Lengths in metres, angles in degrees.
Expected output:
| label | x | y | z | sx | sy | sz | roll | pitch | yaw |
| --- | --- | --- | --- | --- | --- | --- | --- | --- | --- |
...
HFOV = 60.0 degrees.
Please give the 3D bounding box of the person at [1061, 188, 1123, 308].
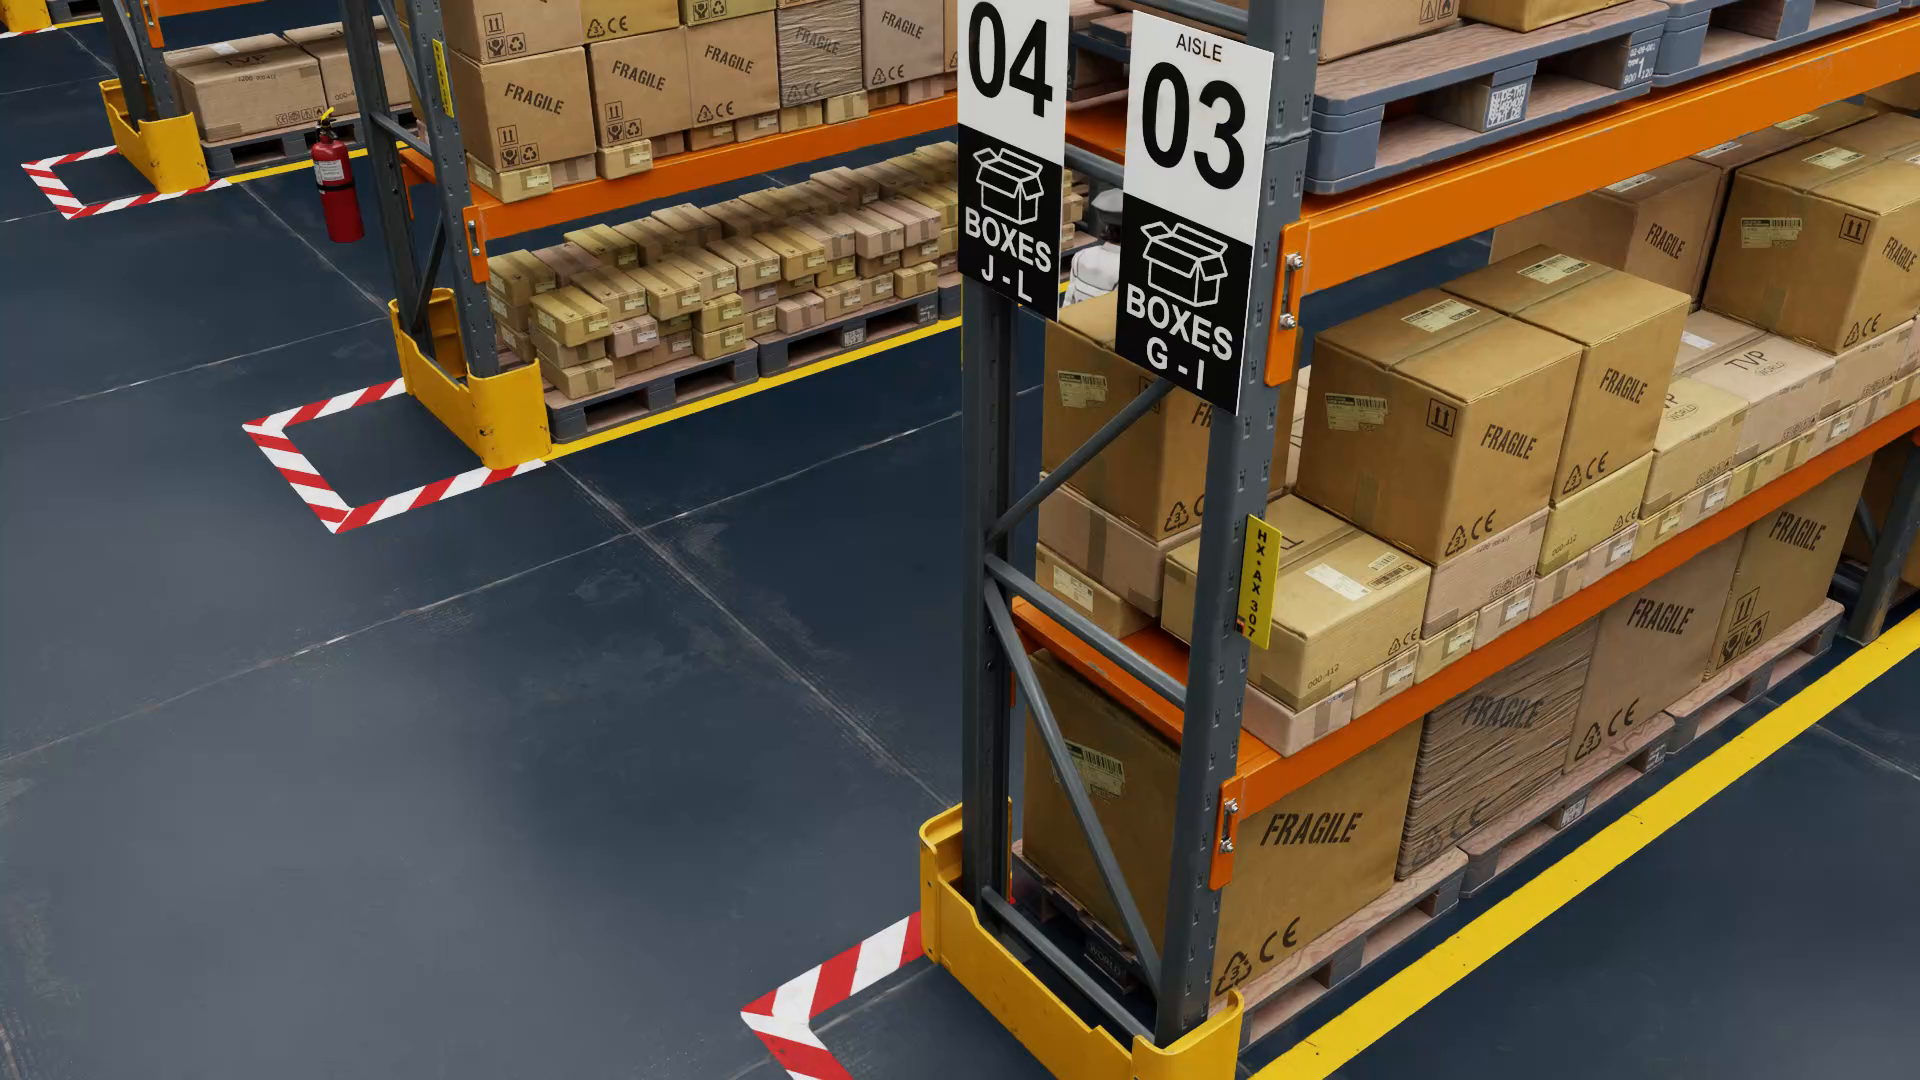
| label | x | y | z | sx | sy | sz | roll | pitch | yaw |
| --- | --- | --- | --- | --- | --- | --- | --- | --- | --- |
| person | 0.657 | -0.704 | 7.247 | 0.374 | 1.662 | 0.534 | -25 | 40 | -34 |
